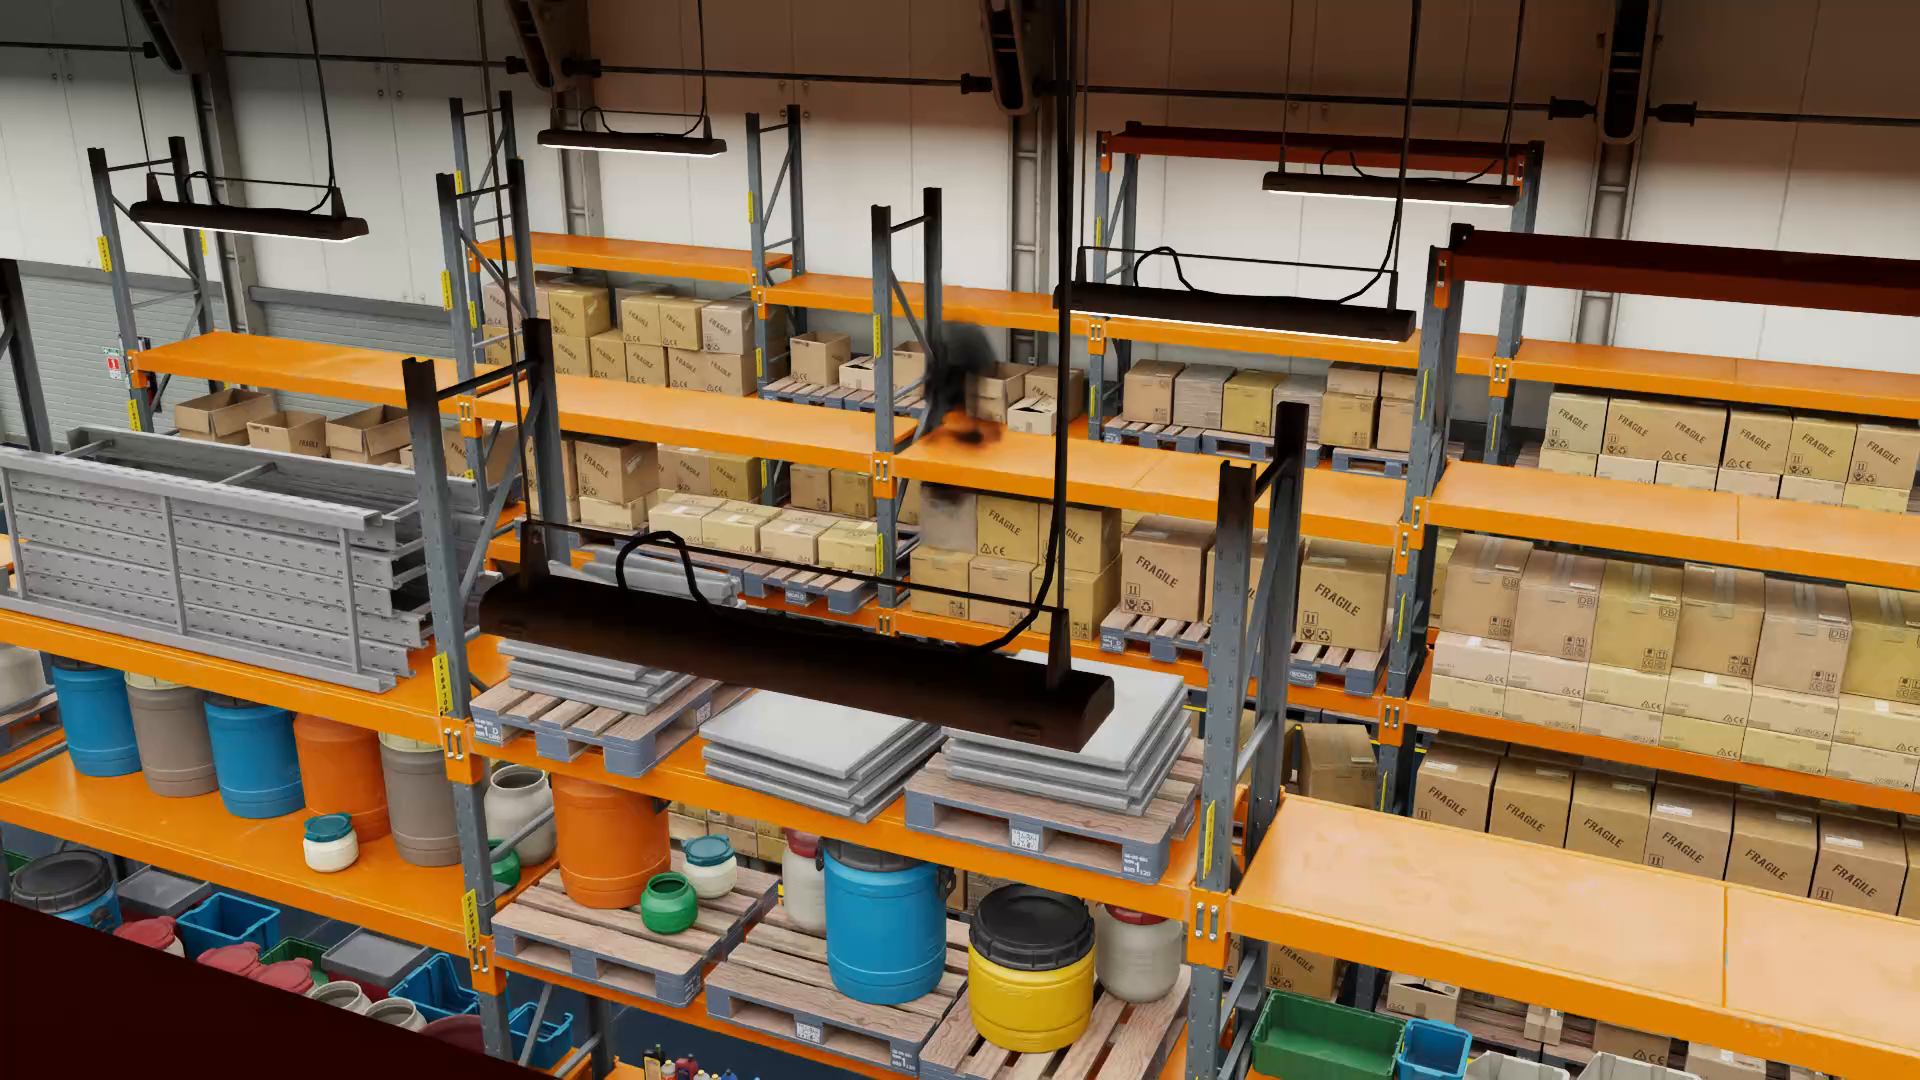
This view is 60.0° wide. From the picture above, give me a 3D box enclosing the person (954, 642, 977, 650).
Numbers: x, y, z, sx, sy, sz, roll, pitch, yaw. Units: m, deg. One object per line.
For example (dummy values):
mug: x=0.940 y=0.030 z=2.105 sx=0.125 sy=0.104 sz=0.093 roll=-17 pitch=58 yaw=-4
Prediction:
person: x=0.035 y=1.602 z=16.150 sx=0.662 sy=1.592 sz=0.506 roll=4 pitch=21 yaw=10
